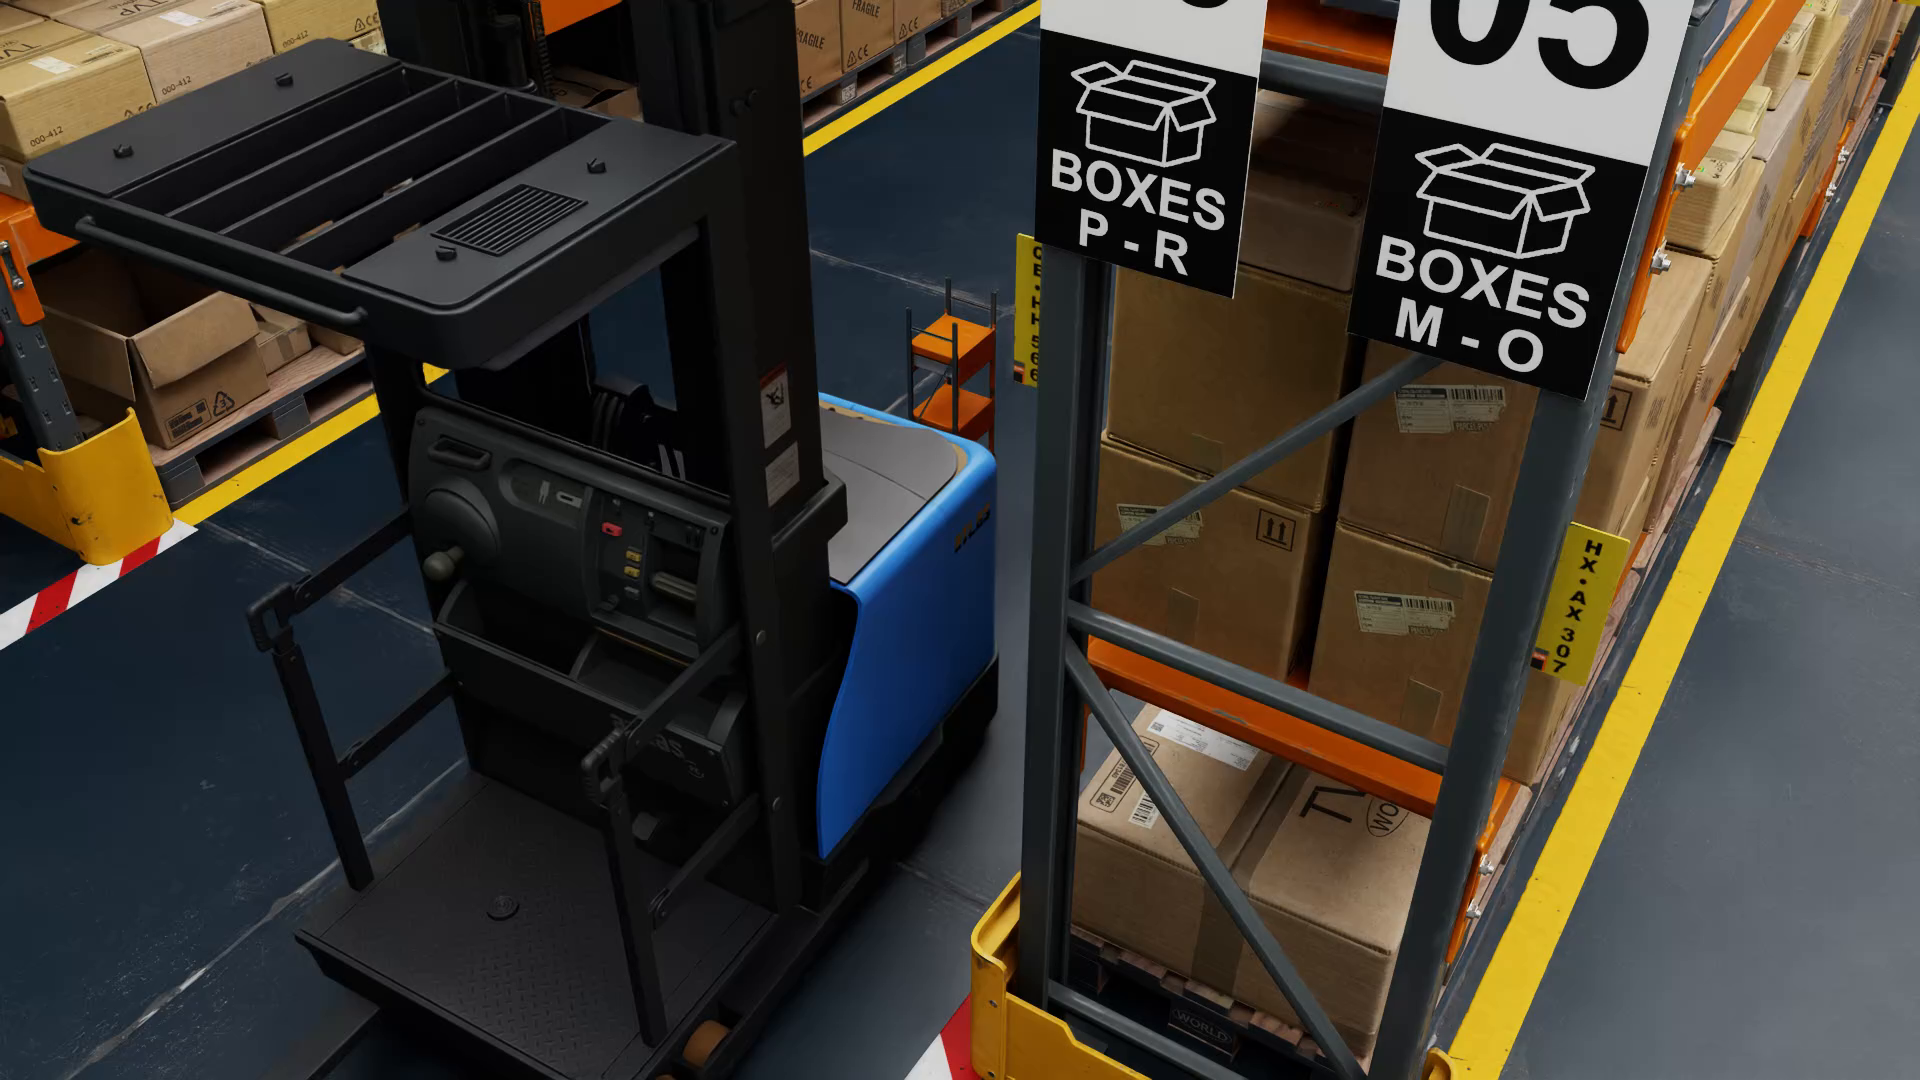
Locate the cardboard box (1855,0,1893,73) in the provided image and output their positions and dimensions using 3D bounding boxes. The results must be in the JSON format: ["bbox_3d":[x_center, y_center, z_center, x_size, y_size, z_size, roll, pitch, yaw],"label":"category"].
[{"bbox_3d":[2.725,-1.860,5.305,0.500,0.500,0.500,21,42,25],"label":"cardboard box"}]

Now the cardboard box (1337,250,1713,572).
[{"bbox_3d":[1.099,-0.286,3.263,0.500,0.500,0.500,20,42,24],"label":"cardboard box"}]

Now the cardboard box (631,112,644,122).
[{"bbox_3d":[-1.499,-2.033,8.422,0.380,0.149,0.250,20,42,24],"label":"cardboard box"}]

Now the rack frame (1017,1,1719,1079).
[{"bbox_3d":[0.601,0.304,3.398,1.000,3.000,0.127,21,42,25],"label":"rack frame"}]

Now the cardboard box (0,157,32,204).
[{"bbox_3d":[-3.184,-1.298,5.682,0.380,0.149,0.250,21,42,25],"label":"cardboard box"}]

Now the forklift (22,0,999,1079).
[{"bbox_3d":[-1.045,0.055,3.778,1.130,2.935,3.031,19,42,23],"label":"forklift"}]

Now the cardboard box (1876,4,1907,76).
[{"bbox_3d":[3.479,-2.106,6.648,0.500,0.250,0.500,20,42,24],"label":"cardboard box"}]

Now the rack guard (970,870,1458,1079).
[{"bbox_3d":[0.588,1.307,4.146,1.175,0.500,0.348,21,42,25],"label":"rack guard"}]

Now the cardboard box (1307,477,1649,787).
[{"bbox_3d":[1.101,0.111,3.567,0.500,0.500,0.500,21,42,25],"label":"cardboard box"}]

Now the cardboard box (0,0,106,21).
[{"bbox_3d":[-3.292,-1.965,6.222,0.500,0.250,0.500,21,42,25],"label":"cardboard box"}]

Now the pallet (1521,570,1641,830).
[{"bbox_3d":[1.618,0.344,5.630,1.003,0.211,1.213,21,42,25],"label":"pallet"}]

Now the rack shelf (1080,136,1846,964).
[{"bbox_3d":[1.673,-0.442,4.956,1.077,0.370,4.000,21,42,25],"label":"rack shelf"}]

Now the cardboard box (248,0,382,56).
[{"bbox_3d":[-2.583,-2.044,6.324,0.500,0.250,0.500,20,42,24],"label":"cardboard box"}]

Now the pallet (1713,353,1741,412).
[{"bbox_3d":[3.094,-1.076,7.473,1.003,0.211,1.213,21,42,25],"label":"pallet"}]

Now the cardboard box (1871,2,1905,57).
[{"bbox_3d":[3.218,-2.031,6.141,0.500,0.250,0.500,20,42,24],"label":"cardboard box"}]

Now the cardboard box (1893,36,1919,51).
[{"bbox_3d":[5.198,-3.234,9.796,0.950,0.372,0.625,18,41,22],"label":"cardboard box"}]

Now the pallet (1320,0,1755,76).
[{"bbox_3d":[0.990,-1.234,3.010,1.003,0.211,1.213,21,42,25],"label":"pallet"}]

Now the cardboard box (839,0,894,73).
[{"bbox_3d":[-0.723,-3.009,9.400,0.500,0.500,0.500,21,42,25],"label":"cardboard box"}]

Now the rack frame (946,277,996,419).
[{"bbox_3d":[0.037,-0.451,5.975,0.200,1.050,0.008,21,42,25],"label":"rack frame"}]

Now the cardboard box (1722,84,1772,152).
[{"bbox_3d":[1.467,-0.877,3.499,0.380,0.149,0.250,20,42,24],"label":"cardboard box"}]

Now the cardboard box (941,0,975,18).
[{"bbox_3d":[-0.169,-3.531,10.076,0.500,0.500,0.500,20,42,24],"label":"cardboard box"}]

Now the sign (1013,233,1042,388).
[{"bbox_3d":[0.151,-0.433,3.212,0.100,0.325,0.005,21,42,25],"label":"sign"}]

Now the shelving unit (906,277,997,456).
[{"bbox_3d":[-0.029,-0.388,5.894,0.215,1.050,0.252,21,42,25],"label":"shelving unit"}]

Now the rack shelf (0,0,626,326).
[{"bbox_3d":[-2.520,-2.064,7.059,1.077,0.370,4.000,21,42,25],"label":"rack shelf"}]

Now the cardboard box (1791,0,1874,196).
[{"bbox_3d":[2.181,-1.335,4.625,0.500,0.500,0.500,22,43,26],"label":"cardboard box"}]

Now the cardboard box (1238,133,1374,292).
[{"bbox_3d":[0.624,-0.639,3.190,0.380,0.149,0.250,22,43,26],"label":"cardboard box"}]

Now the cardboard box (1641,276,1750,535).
[{"bbox_3d":[1.636,-0.415,4.250,0.500,0.500,0.500,21,42,25],"label":"cardboard box"}]

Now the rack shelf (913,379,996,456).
[{"bbox_3d":[-0.029,-0.380,5.900,0.215,0.259,0.240,21,42,25],"label":"rack shelf"}]

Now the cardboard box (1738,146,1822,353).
[{"bbox_3d":[2.184,-0.944,4.935,0.500,0.500,0.500,21,42,24],"label":"cardboard box"}]

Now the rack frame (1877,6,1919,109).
[{"bbox_3d":[4.887,-3.820,8.748,1.000,3.000,0.127,21,42,25],"label":"rack frame"}]

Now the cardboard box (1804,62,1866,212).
[{"bbox_3d":[2.712,-1.475,5.624,0.500,0.500,0.500,22,43,26],"label":"cardboard box"}]

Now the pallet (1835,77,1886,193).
[{"bbox_3d":[4.401,-2.334,9.104,1.003,0.211,1.213,21,42,25],"label":"pallet"}]

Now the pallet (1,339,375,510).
[{"bbox_3d":[-3.125,-0.663,6.938,1.003,0.211,1.213,21,42,25],"label":"pallet"}]

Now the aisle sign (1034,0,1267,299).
[{"bbox_3d":[0.301,-0.790,2.688,0.394,0.787,0.004,21,42,25],"label":"aisle sign"}]

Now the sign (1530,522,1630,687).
[{"bbox_3d":[1.067,0.115,2.870,0.100,0.325,0.005,21,42,25],"label":"sign"}]

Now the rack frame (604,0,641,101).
[{"bbox_3d":[-1.449,-3.380,8.177,1.000,3.000,0.127,21,42,25],"label":"rack frame"}]

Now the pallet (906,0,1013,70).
[{"bbox_3d":[-0.392,-3.338,10.408,1.003,0.211,1.213,21,42,25],"label":"pallet"}]

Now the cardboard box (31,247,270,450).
[{"bbox_3d":[-3.184,-0.779,6.505,0.797,0.503,0.637,19,42,23],"label":"cardboard box"}]

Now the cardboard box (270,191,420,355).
[{"bbox_3d":[-2.693,-1.206,7.061,0.700,0.500,0.500,23,43,27],"label":"cardboard box"}]

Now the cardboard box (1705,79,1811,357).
[{"bbox_3d":[1.639,-0.822,3.959,0.500,0.500,0.500,21,42,25],"label":"cardboard box"}]

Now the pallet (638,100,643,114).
[{"bbox_3d":[-1.818,-1.921,8.570,1.003,0.211,1.213,21,42,25],"label":"pallet"}]

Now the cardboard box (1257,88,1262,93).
[{"bbox_3d":[0.807,-0.938,3.578,0.380,0.149,0.250,21,42,25],"label":"cardboard box"}]

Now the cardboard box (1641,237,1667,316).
[{"bbox_3d":[1.025,-0.481,2.985,0.380,0.149,0.250,22,43,26],"label":"cardboard box"}]

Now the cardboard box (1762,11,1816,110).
[{"bbox_3d":[1.733,-1.145,3.846,0.380,0.149,0.250,22,43,26],"label":"cardboard box"}]

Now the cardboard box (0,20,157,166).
[{"bbox_3d":[-3.121,-1.522,5.646,0.500,0.250,0.500,21,42,25],"label":"cardboard box"}]
